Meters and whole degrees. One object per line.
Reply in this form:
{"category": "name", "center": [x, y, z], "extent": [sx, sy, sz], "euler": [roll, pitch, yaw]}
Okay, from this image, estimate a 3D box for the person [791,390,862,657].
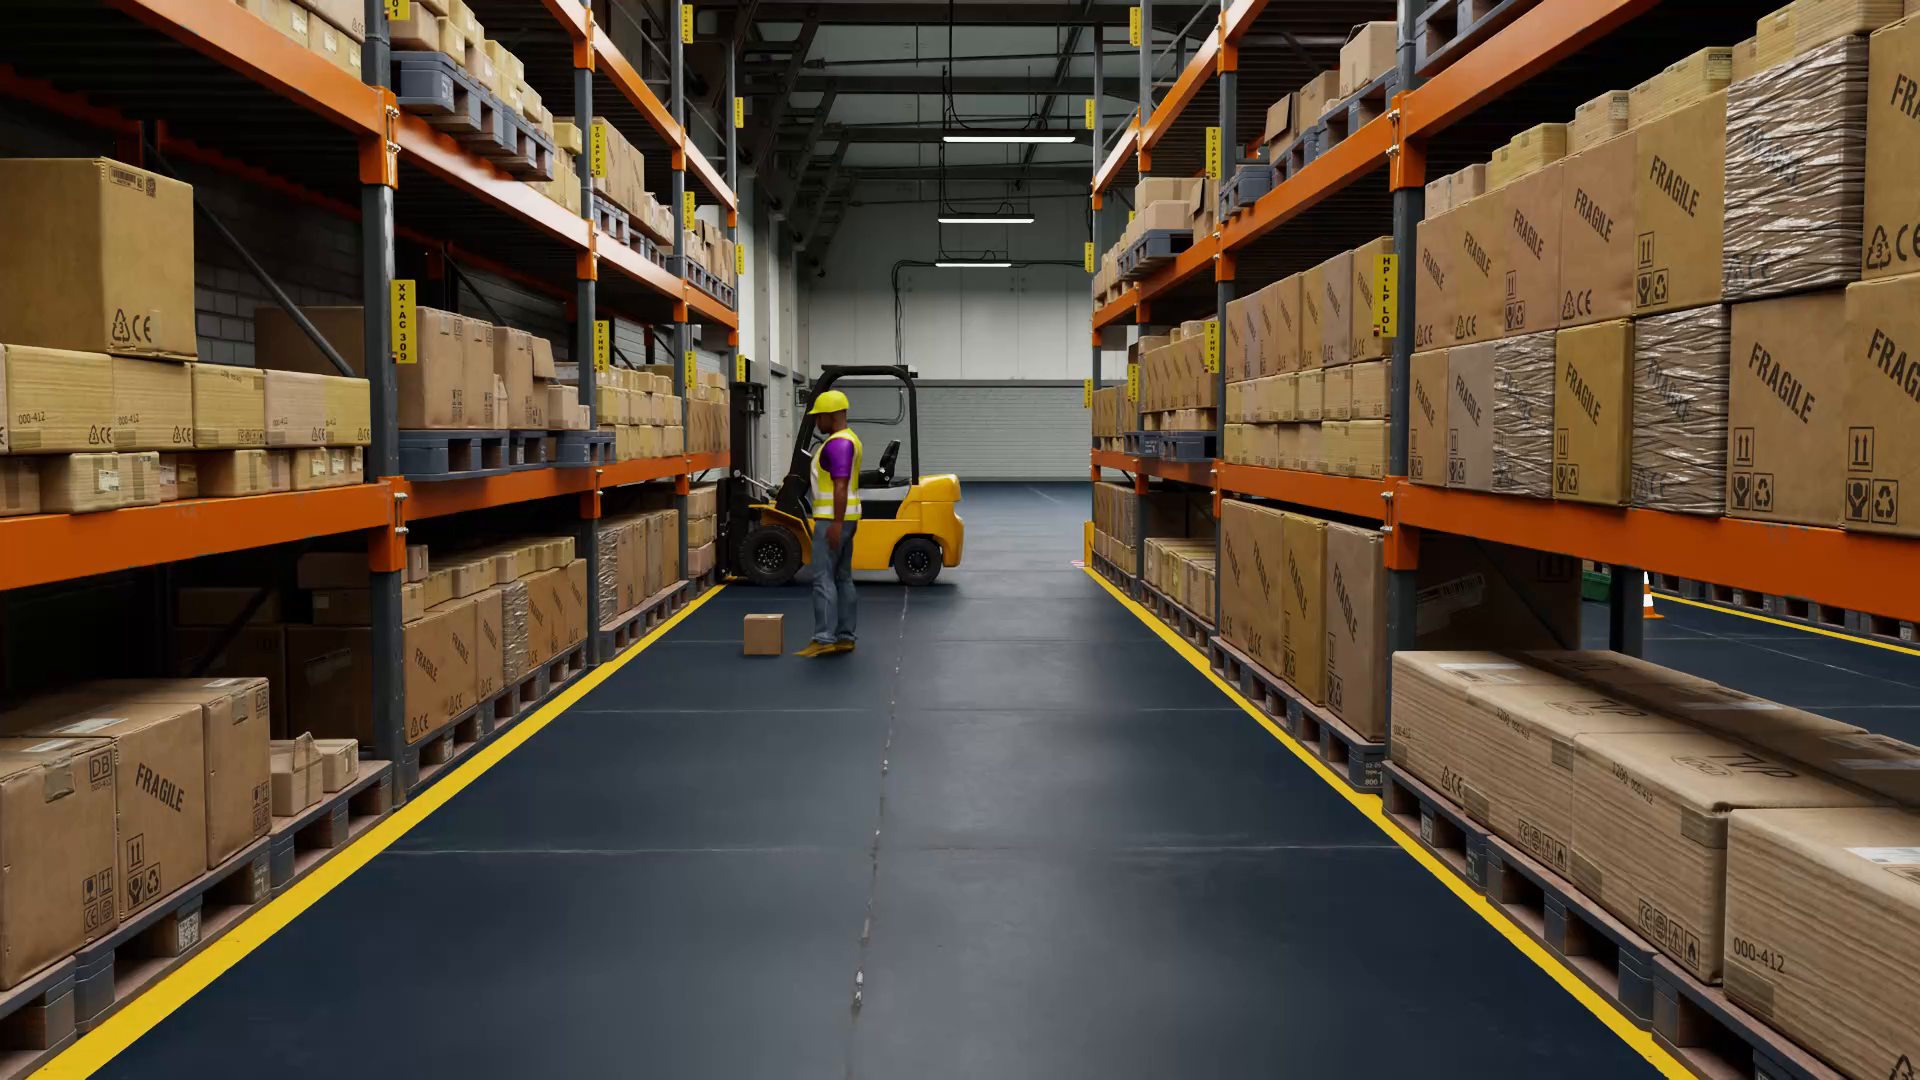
{"category": "person", "center": [-0.890, -0.111, 11.312], "extent": [0.444, 1.806, 0.631], "euler": [0, 4, 6]}
